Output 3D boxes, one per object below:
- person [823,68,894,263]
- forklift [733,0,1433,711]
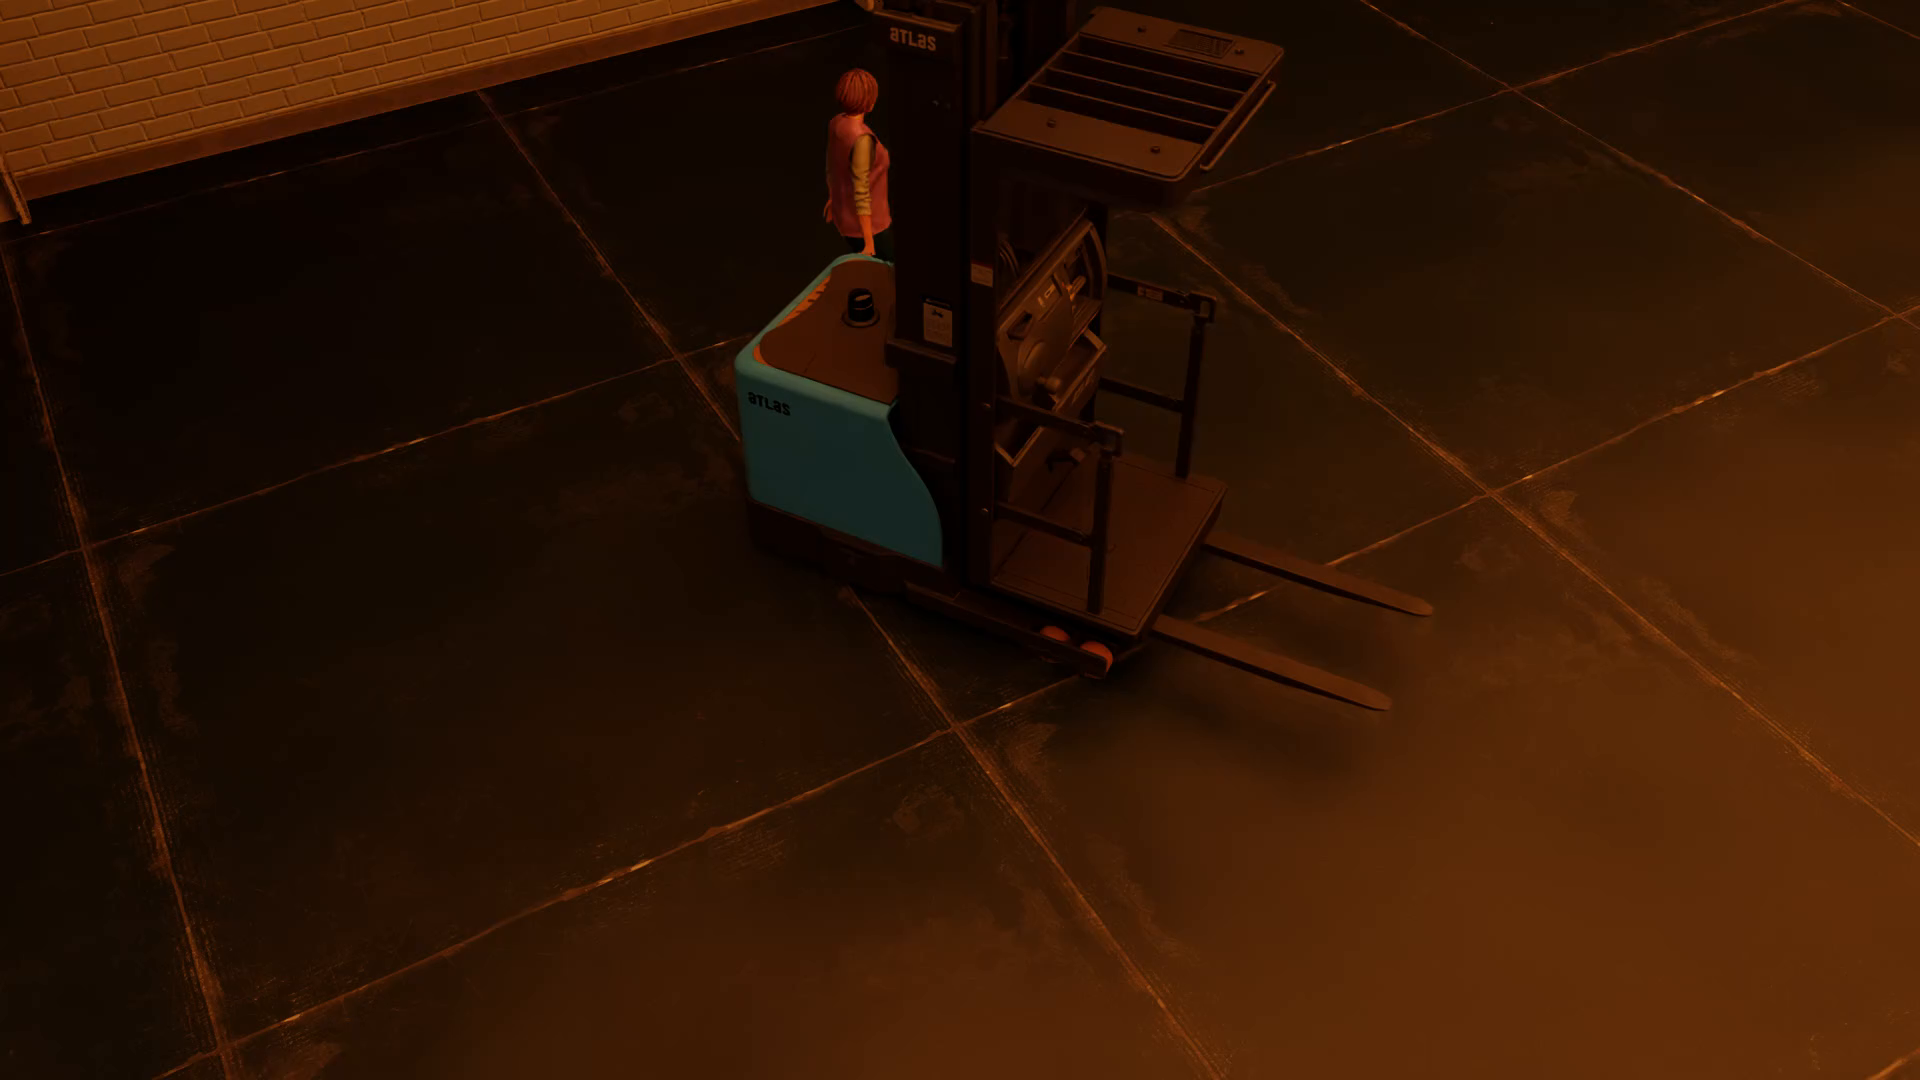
[{"bbox_3d":[-0.557,-1.626,8.482,0.410,1.532,0.734,-13,44,-13],"label":"person"},{"bbox_3d":[0.557,-0.891,6.658,3.031,2.935,1.130,19,46,20],"label":"forklift"}]
